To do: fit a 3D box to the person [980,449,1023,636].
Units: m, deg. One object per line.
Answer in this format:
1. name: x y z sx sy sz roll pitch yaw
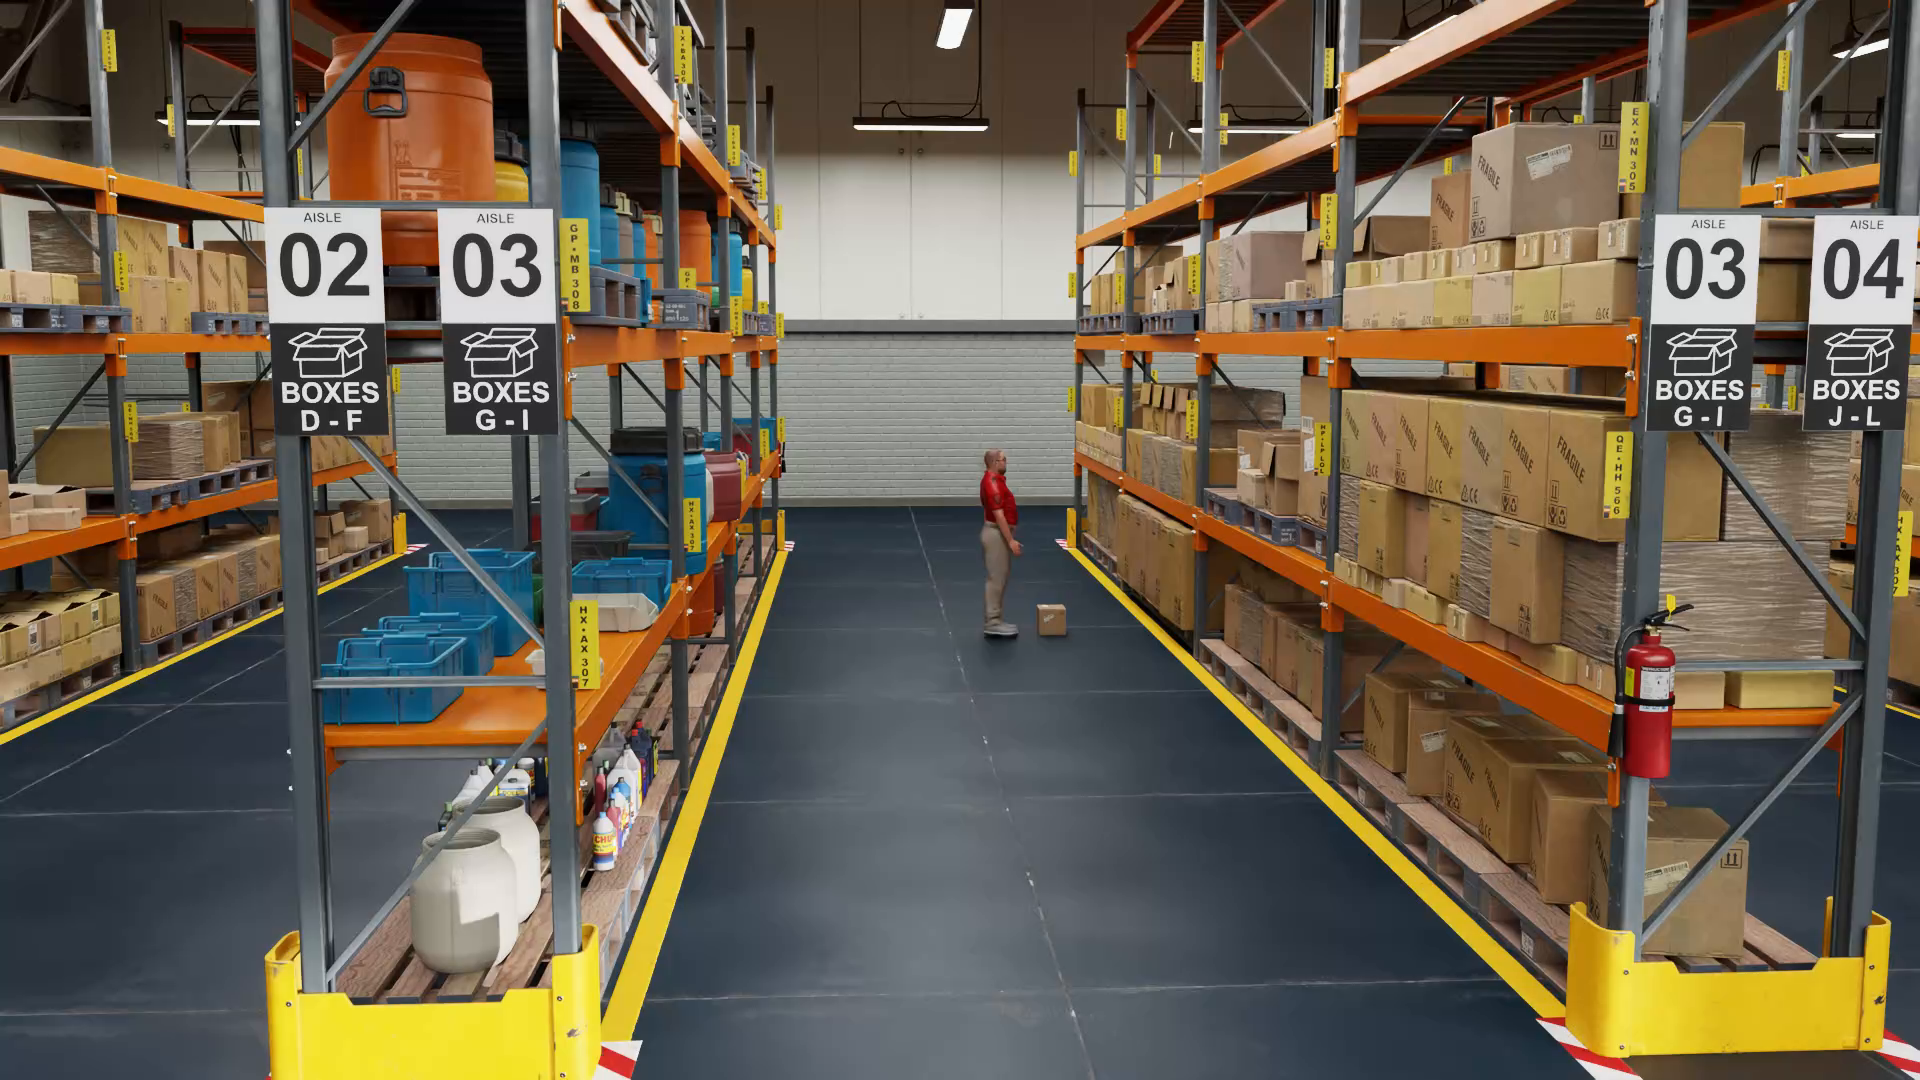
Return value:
1. person: 0.383 0.013 15.590 0.386 1.737 0.567 0 7 -4
